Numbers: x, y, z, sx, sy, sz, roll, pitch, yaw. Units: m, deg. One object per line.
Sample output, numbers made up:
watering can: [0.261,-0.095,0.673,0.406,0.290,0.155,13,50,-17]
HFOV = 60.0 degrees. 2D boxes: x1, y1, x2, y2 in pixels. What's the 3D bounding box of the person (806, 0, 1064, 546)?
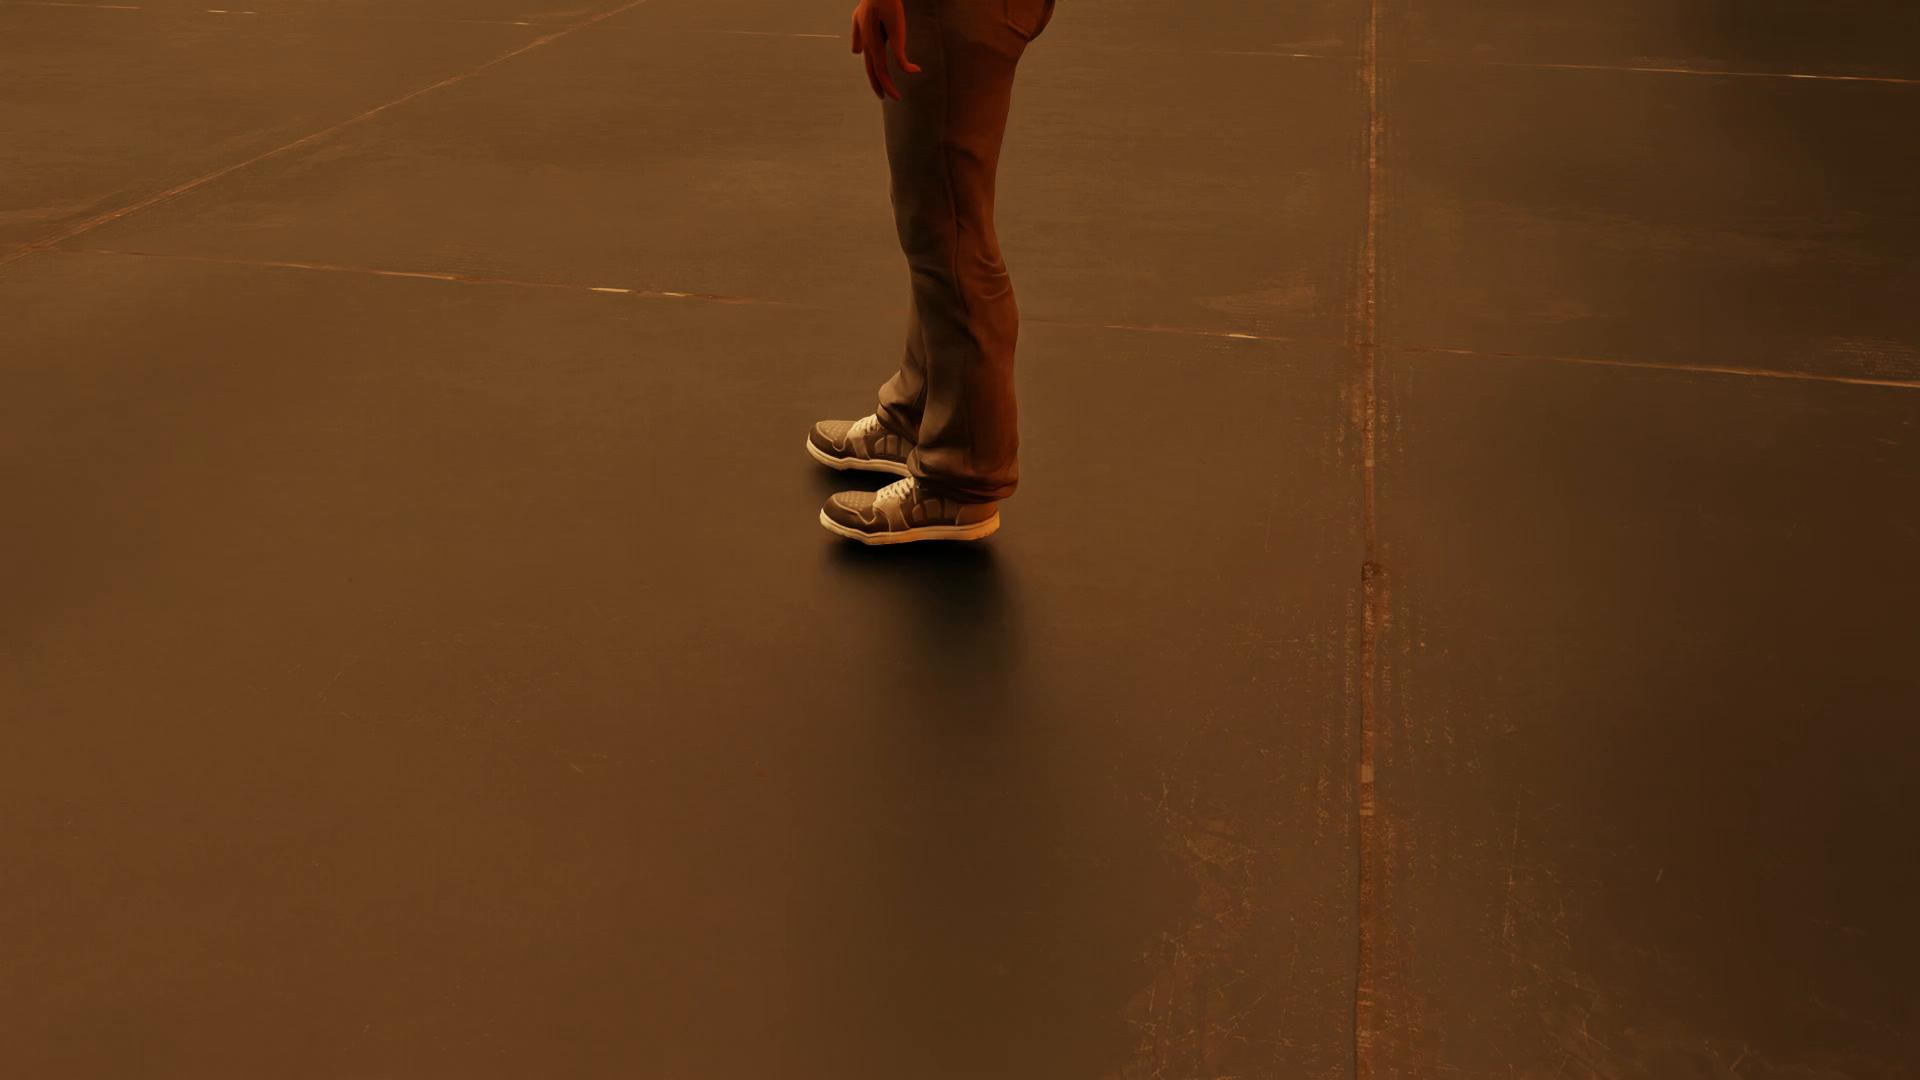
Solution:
person: [-0.070,-0.734,2.164,0.473,1.599,0.520,6,27,11]
